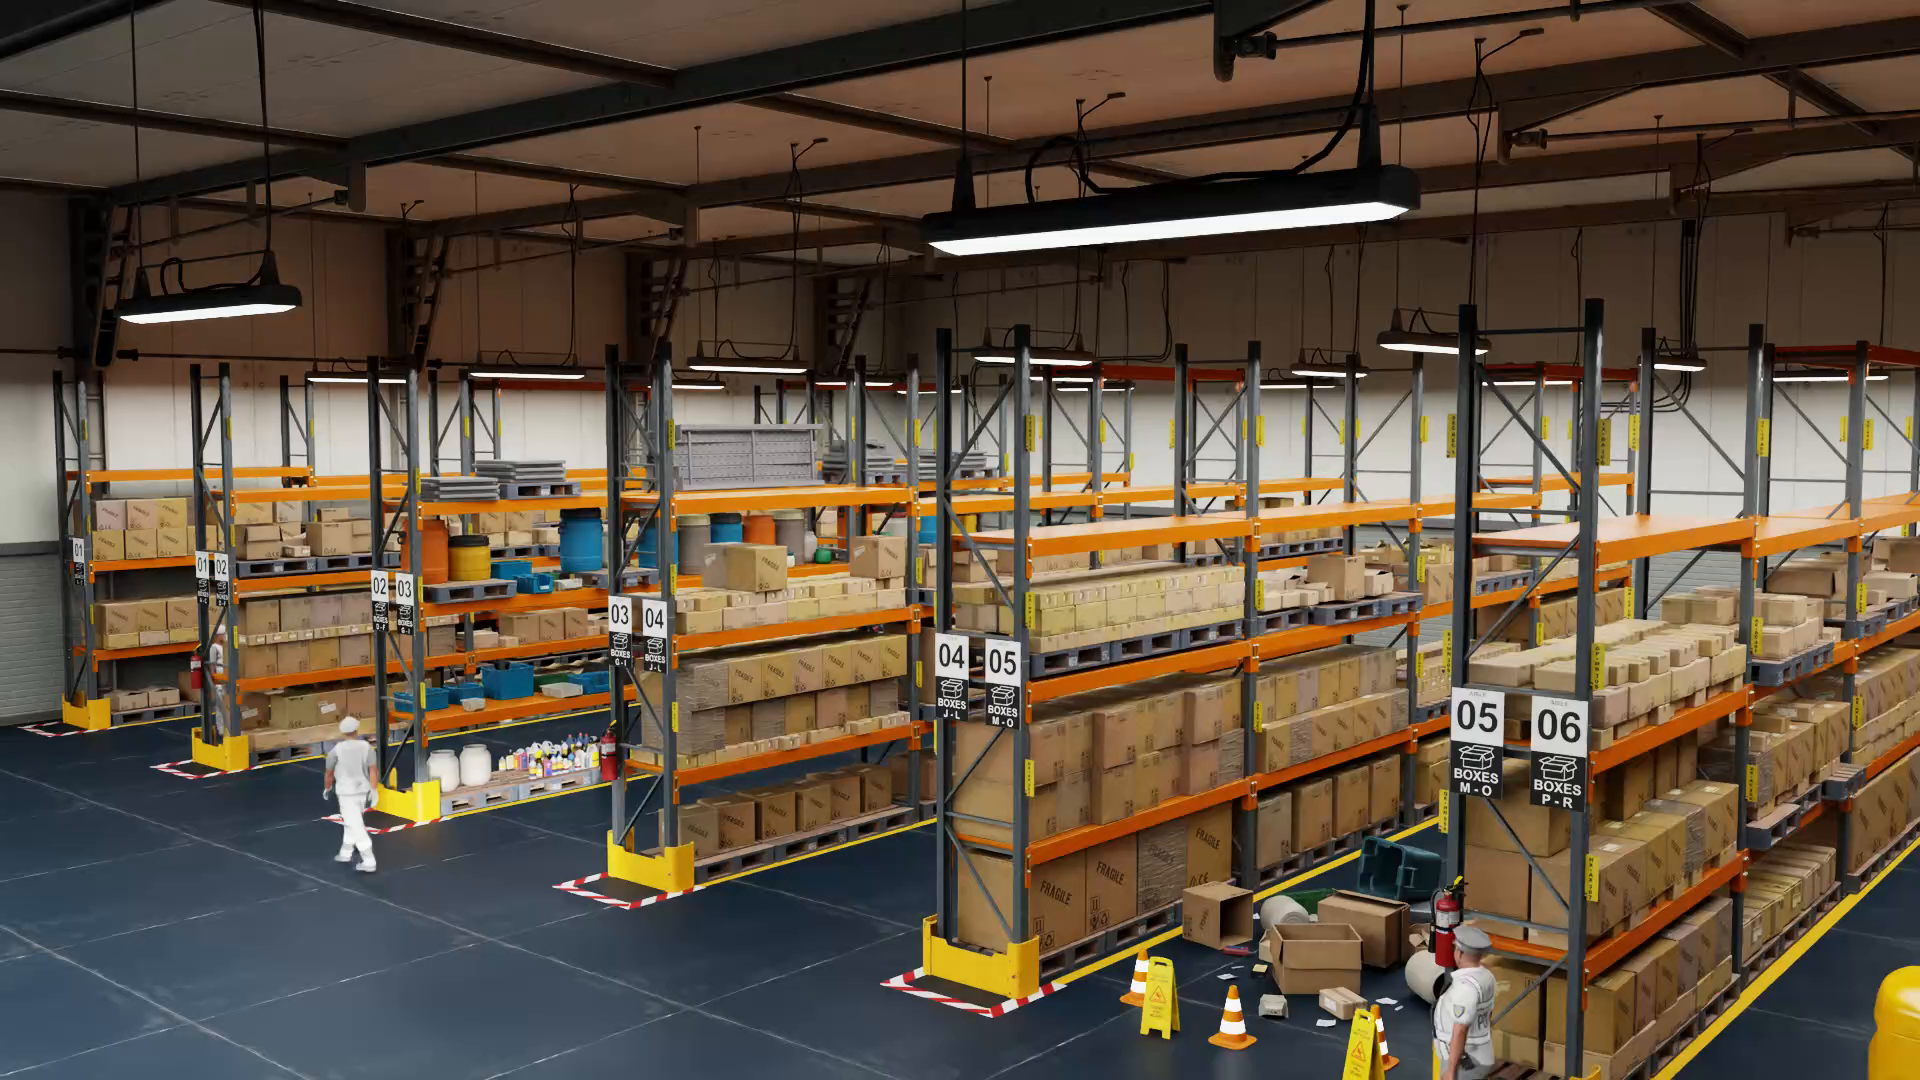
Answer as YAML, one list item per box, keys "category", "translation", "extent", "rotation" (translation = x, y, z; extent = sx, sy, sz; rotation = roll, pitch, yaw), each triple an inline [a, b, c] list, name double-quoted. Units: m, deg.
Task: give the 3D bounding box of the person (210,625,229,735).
- category: "person"
  translation: [-12.061, 2.311, 27.329]
  extent: [0.572, 1.826, 0.603]
  rotation: [3, 5, 40]

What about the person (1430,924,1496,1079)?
- category: "person"
  translation: [3.393, 3.466, 11.112]
  extent: [0.582, 1.769, 0.505]
  rotation: [1, 4, 9]

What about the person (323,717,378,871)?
- category: "person"
  translation: [-7.032, 2.889, 19.063]
  extent: [0.856, 1.764, 0.541]
  rotation: [2, 5, 25]
